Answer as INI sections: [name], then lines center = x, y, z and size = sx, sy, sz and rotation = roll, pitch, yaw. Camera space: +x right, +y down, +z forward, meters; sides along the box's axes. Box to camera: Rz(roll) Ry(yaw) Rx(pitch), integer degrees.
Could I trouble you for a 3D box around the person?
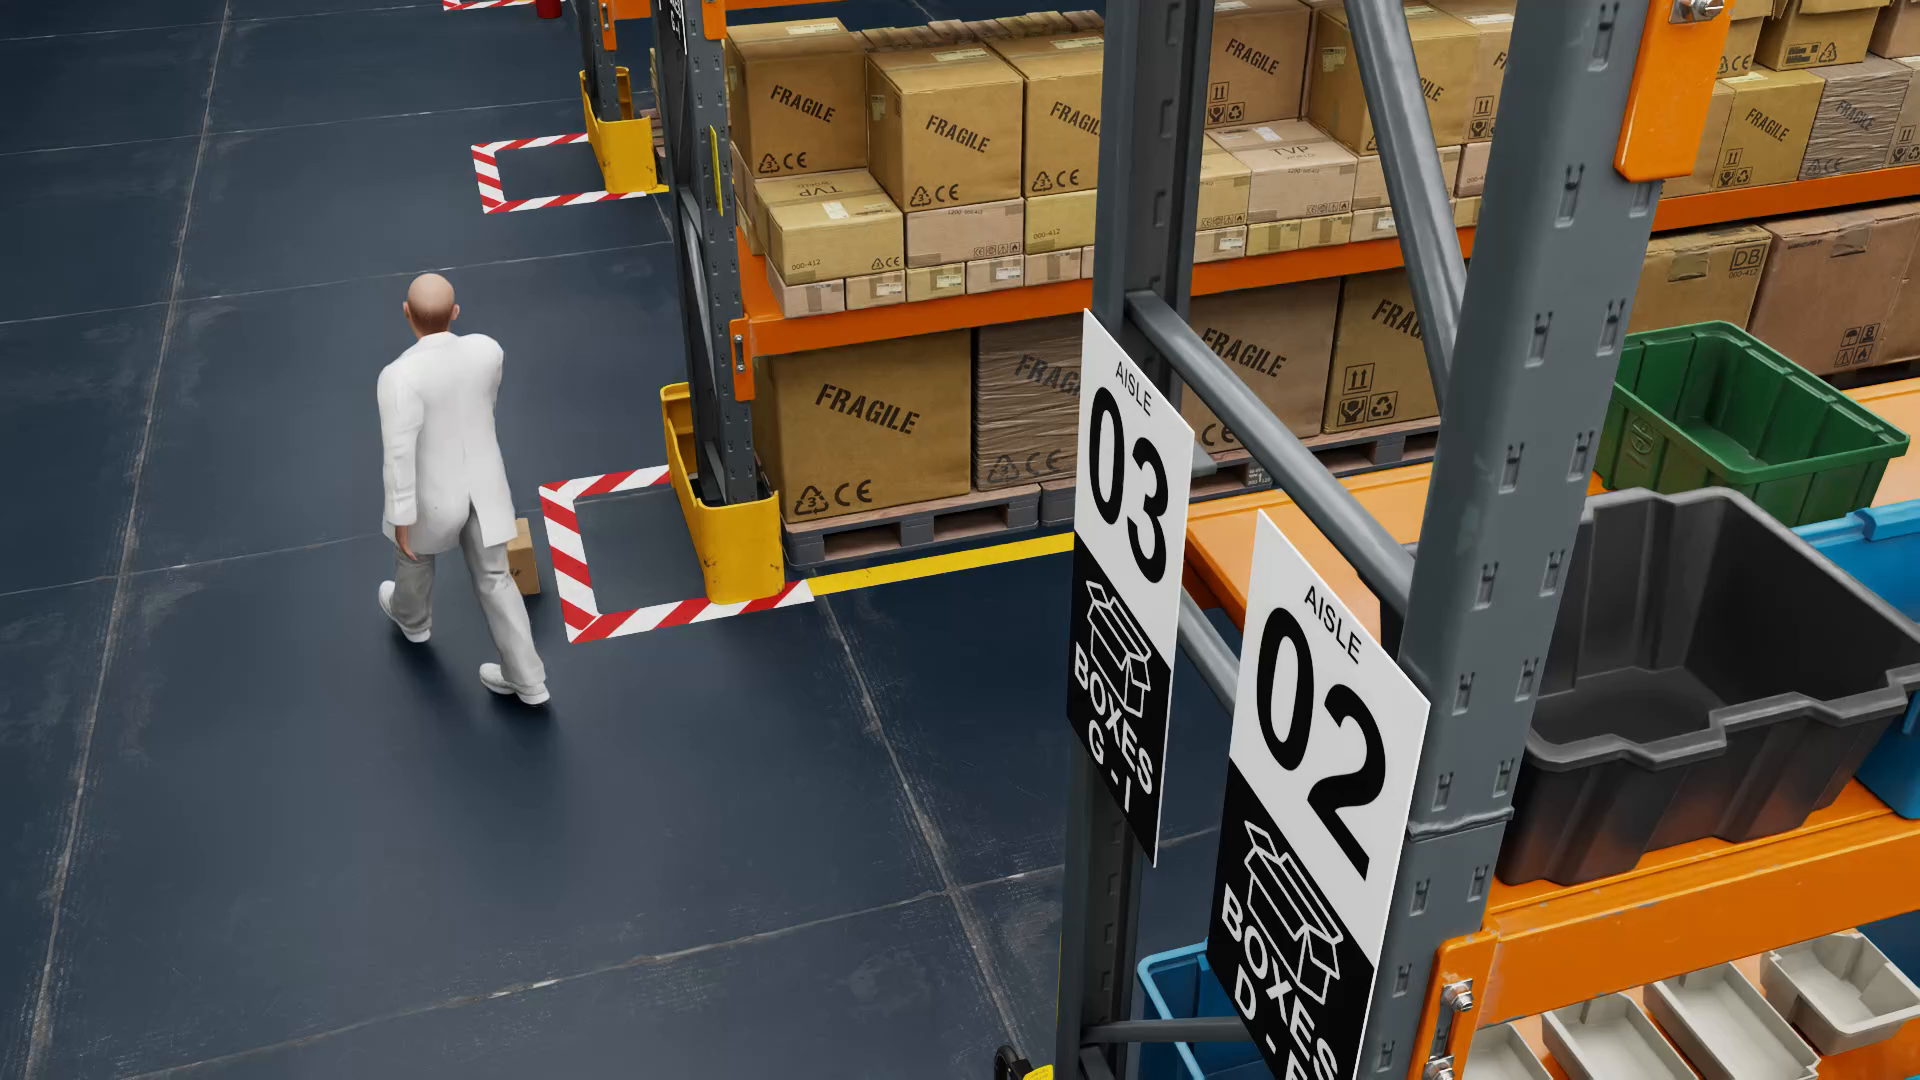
[person]
center = -2.051, -0.246, 6.531
size = 0.618, 1.711, 1.109
rotation = -27, 42, -34
